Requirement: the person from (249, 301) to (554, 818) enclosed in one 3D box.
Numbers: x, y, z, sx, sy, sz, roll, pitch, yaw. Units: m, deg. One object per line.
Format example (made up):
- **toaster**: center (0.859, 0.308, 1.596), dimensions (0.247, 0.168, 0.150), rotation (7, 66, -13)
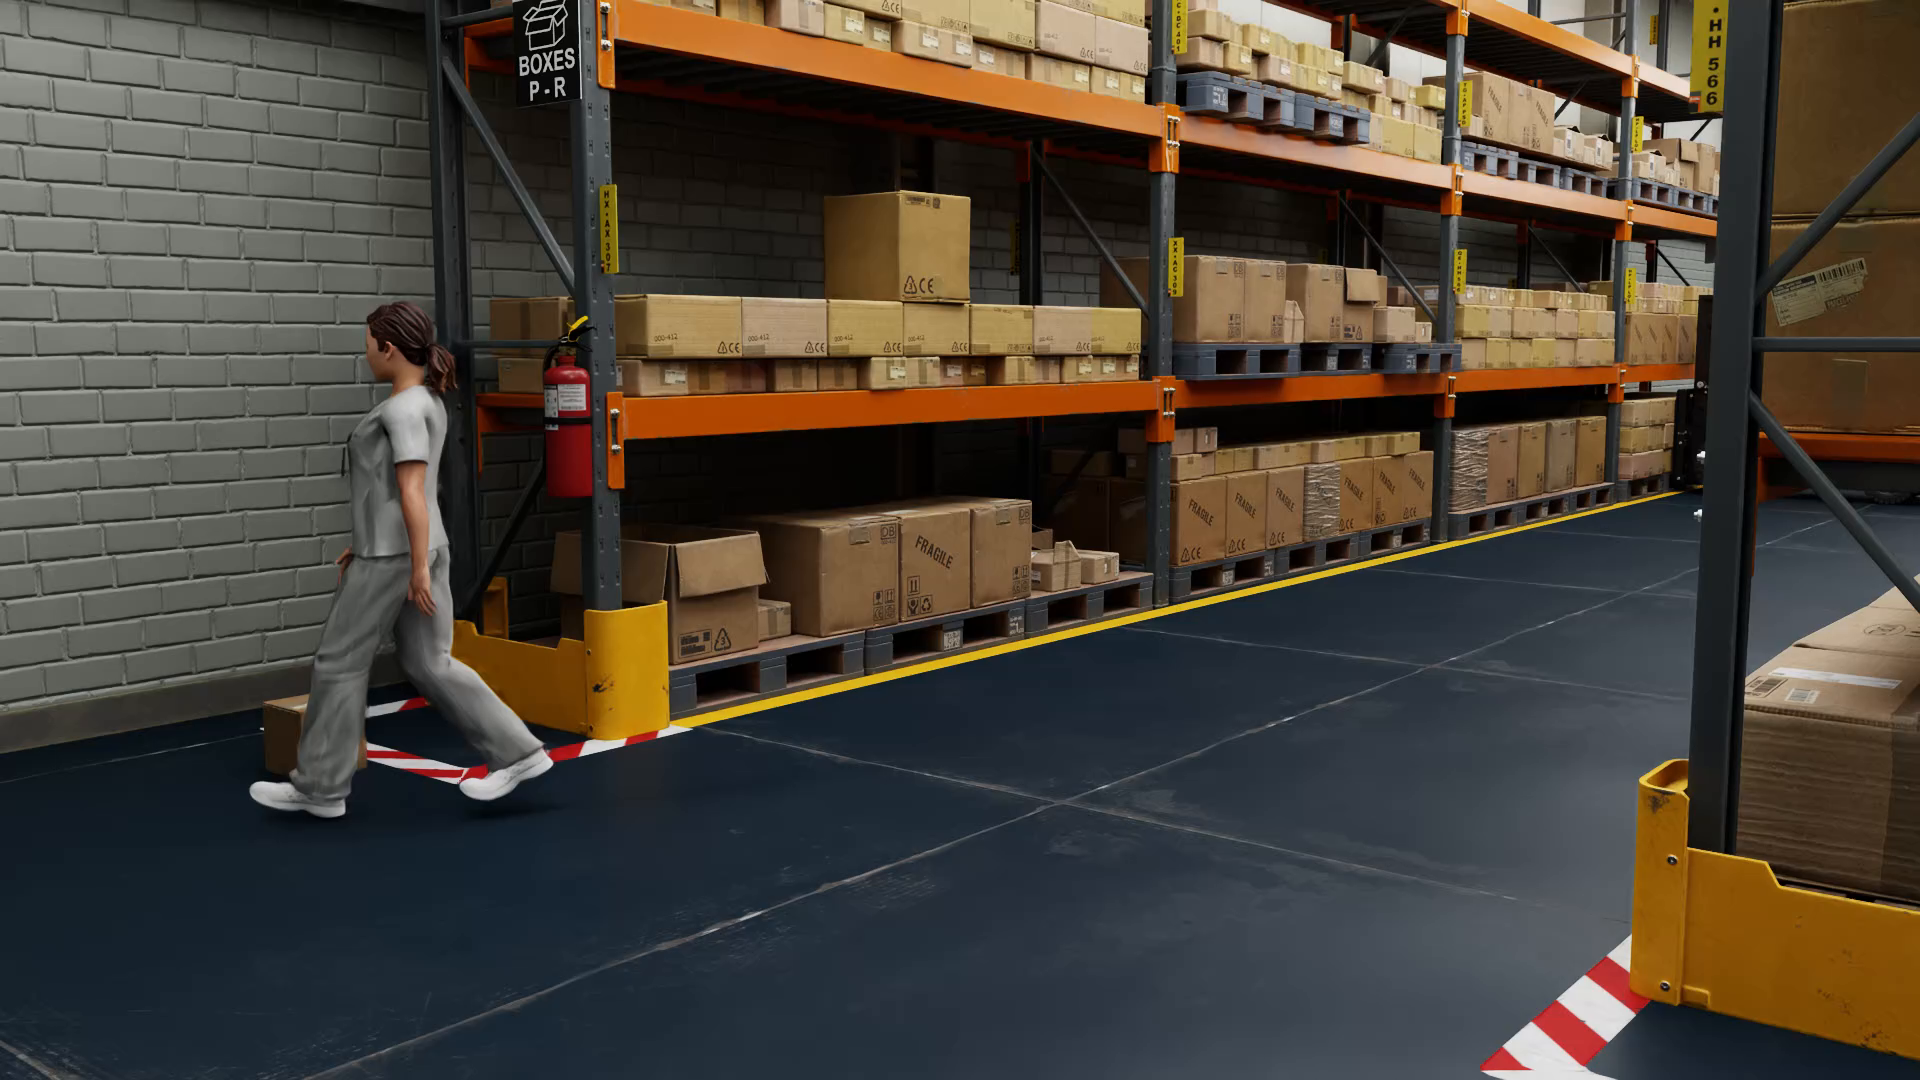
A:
- **person**: center (-1.797, 0.061, 5.299), dimensions (0.940, 1.634, 0.506), rotation (0, 7, 1)
